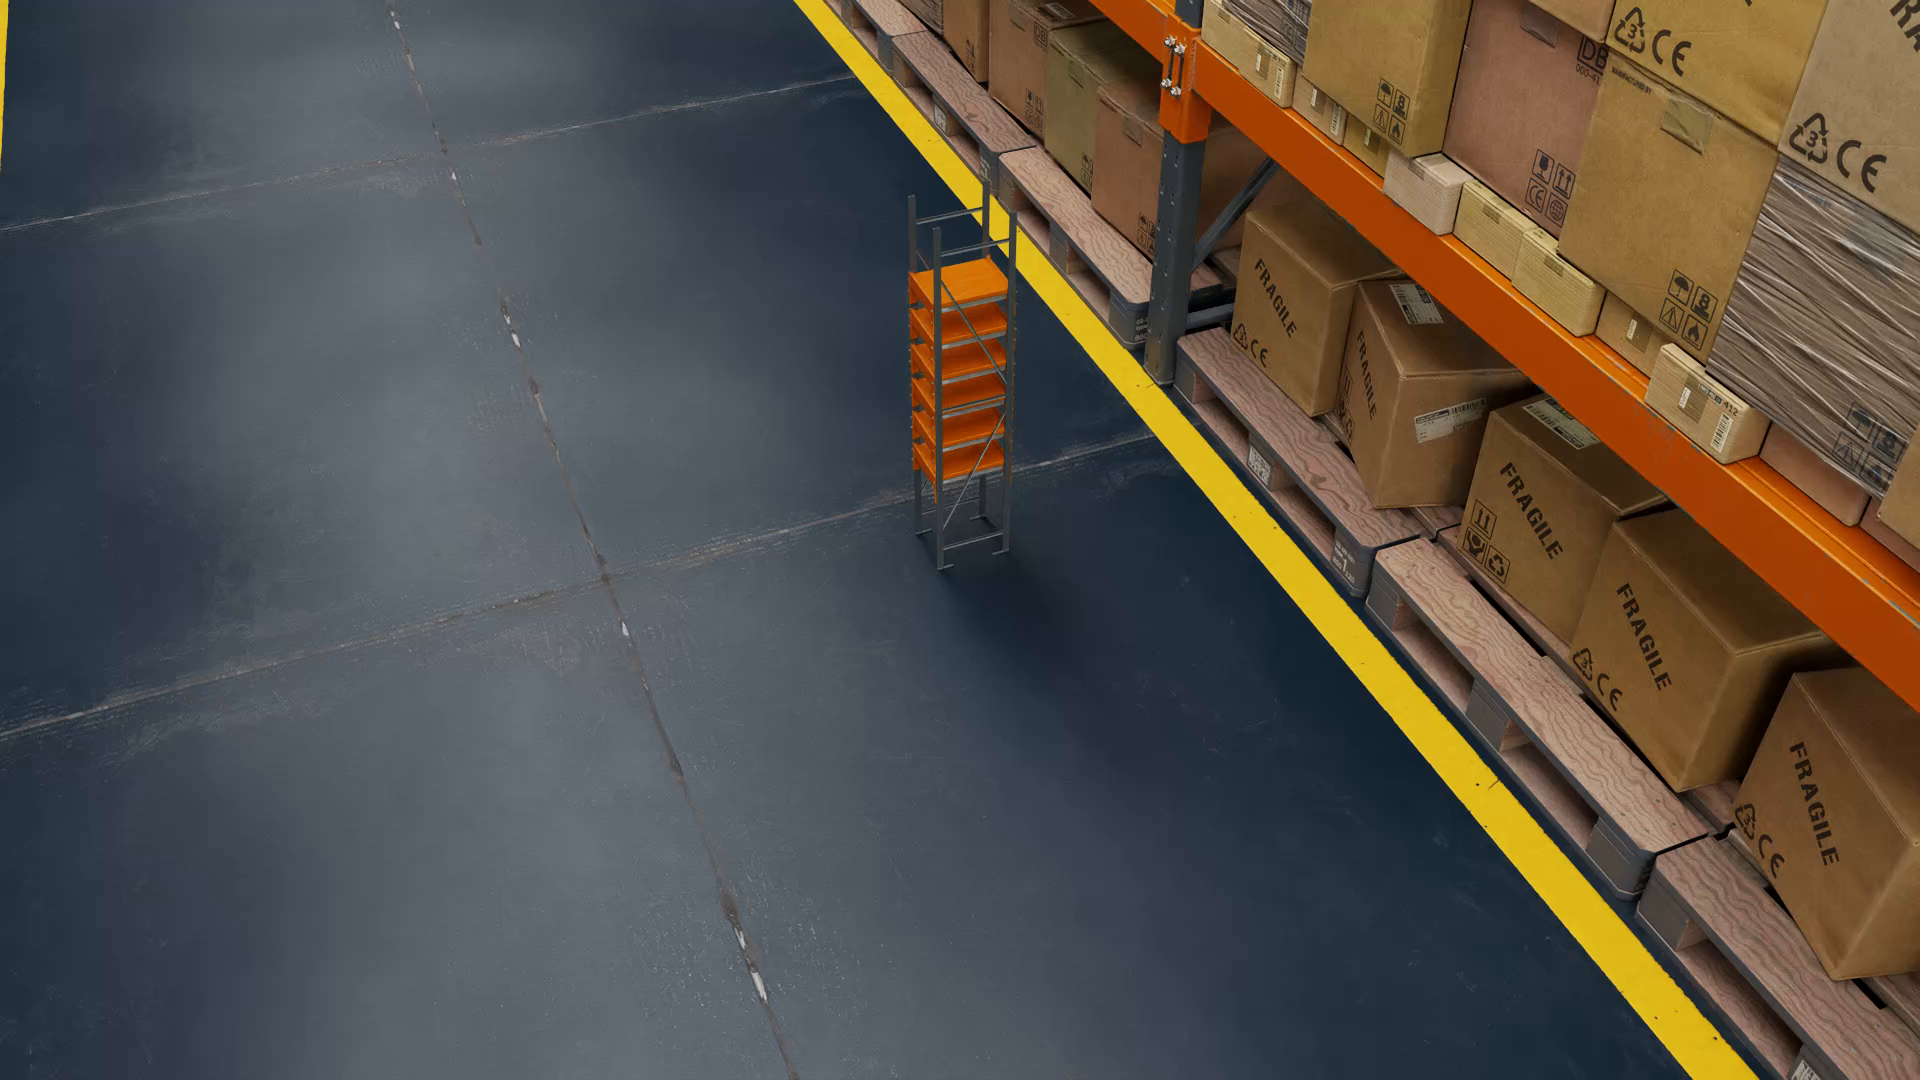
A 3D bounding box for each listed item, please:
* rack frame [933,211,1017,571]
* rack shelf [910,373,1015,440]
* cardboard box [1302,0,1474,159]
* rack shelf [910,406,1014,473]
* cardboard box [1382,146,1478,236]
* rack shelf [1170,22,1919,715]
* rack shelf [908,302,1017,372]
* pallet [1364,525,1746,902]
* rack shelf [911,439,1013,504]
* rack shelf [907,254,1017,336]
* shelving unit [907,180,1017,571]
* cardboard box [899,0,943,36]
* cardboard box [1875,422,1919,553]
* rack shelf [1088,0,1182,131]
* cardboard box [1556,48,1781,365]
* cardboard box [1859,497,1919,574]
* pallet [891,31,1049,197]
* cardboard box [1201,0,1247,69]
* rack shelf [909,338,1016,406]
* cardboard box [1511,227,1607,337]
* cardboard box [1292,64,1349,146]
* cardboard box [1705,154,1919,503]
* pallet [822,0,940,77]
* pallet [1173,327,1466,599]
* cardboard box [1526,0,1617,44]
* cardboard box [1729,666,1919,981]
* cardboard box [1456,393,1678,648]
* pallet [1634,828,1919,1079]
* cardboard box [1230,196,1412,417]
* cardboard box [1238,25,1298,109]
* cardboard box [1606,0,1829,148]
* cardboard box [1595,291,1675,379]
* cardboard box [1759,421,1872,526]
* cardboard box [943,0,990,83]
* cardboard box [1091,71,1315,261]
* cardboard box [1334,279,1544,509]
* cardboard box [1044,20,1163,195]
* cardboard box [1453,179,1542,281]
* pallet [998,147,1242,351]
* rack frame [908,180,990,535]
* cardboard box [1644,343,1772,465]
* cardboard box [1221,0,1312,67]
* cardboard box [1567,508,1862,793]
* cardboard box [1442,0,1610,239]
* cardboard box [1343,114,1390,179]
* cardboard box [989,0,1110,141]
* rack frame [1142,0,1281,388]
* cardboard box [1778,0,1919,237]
[{"bbox_3d":[0.041,-0.391,4.785,0.240,1.200,0.006,-15,43,-17],"label":"rack frame"},{"bbox_3d":[0.006,-0.413,4.878,0.258,0.103,0.180,-15,43,-17],"label":"rack shelf"},{"bbox_3d":[1.414,-1.390,4.261,0.875,0.500,0.500,-15,43,-17],"label":"cardboard box"},{"bbox_3d":[0.006,-0.322,4.956,0.258,0.103,0.180,-15,43,-17],"label":"rack shelf"},{"bbox_3d":[1.311,-0.929,4.223,0.380,0.149,0.250,-15,43,-17],"label":"cardboard box"},{"bbox_3d":[1.905,-0.358,3.918,1.077,0.370,4.000,-15,43,-17],"label":"rack shelf"},{"bbox_3d":[0.006,-0.594,4.721,0.258,0.103,0.180,-15,43,-17],"label":"rack shelf"},{"bbox_3d":[1.900,0.353,4.677,1.003,0.211,1.213,-15,43,-17],"label":"pallet"},{"bbox_3d":[0.006,-0.231,5.034,0.258,0.103,0.180,-15,43,-17],"label":"rack shelf"},{"bbox_3d":[0.006,-0.685,4.643,0.258,0.103,0.180,-15,43,-17],"label":"rack shelf"},{"bbox_3d":[0.006,-0.446,4.849,0.258,1.200,0.189,-15,43,-17],"label":"shelving unit"},{"bbox_3d":[0.108,-2.735,7.710,0.700,0.500,0.500,-19,44,-20],"label":"cardboard box"},{"bbox_3d":[2.183,-0.186,2.861,0.875,0.500,0.500,-15,43,-17],"label":"cardboard box"},{"bbox_3d":[0.375,-2.768,6.720,1.077,0.370,4.000,-15,43,-17],"label":"rack shelf"},{"bbox_3d":[1.851,-0.803,3.578,0.875,0.500,0.500,-15,43,-17],"label":"cardboard box"},{"bbox_3d":[1.994,-0.055,3.206,0.380,0.149,0.250,-15,43,-17],"label":"cardboard box"},{"bbox_3d":[0.370,-1.983,7.394,1.003,0.211,1.213,-15,43,-17],"label":"pallet"},{"bbox_3d":[0.944,-1.536,4.928,0.380,0.149,0.250,-15,43,-17],"label":"cardboard box"},{"bbox_3d":[0.006,-0.504,4.799,0.258,0.103,0.180,-15,43,-17],"label":"rack shelf"},{"bbox_3d":[1.531,-0.636,3.882,0.380,0.149,0.250,-15,43,-17],"label":"cardboard box"},{"bbox_3d":[1.149,-1.239,4.582,0.380,0.149,0.250,-15,43,-17],"label":"cardboard box"},{"bbox_3d":[2.032,-0.498,3.224,0.875,0.500,0.500,-15,43,-17],"label":"cardboard box"},{"bbox_3d":[-0.093,-2.717,8.248,1.003,0.211,1.213,-15,43,-17],"label":"pallet"},{"bbox_3d":[1.430,-0.383,5.533,1.003,0.211,1.213,-15,43,-17],"label":"pallet"},{"bbox_3d":[1.461,-1.429,3.540,0.500,0.500,0.500,-15,43,-17],"label":"cardboard box"},{"bbox_3d":[2.187,0.630,3.812,0.500,0.500,0.500,-5,41,-6],"label":"cardboard box"},{"bbox_3d":[1.792,-0.099,4.660,0.500,0.500,0.500,-19,44,-21],"label":"cardboard box"},{"bbox_3d":[2.363,1.087,3.824,1.003,0.211,1.213,-15,43,-17],"label":"pallet"},{"bbox_3d":[1.256,-0.796,5.471,0.500,0.500,0.500,-16,43,-18],"label":"cardboard box"},{"bbox_3d":[1.028,-1.382,4.750,0.380,0.149,0.250,-15,43,-17],"label":"cardboard box"},{"bbox_3d":[1.662,-1.131,3.193,0.500,0.500,0.500,-15,43,-17],"label":"cardboard box"},{"bbox_3d":[1.668,-0.497,3.720,0.380,0.149,0.250,-15,43,-17],"label":"cardboard box"},{"bbox_3d":[1.877,-0.200,3.375,0.380,0.149,0.250,-15,43,-17],"label":"cardboard box"},{"bbox_3d":[0.332,-2.395,7.314,0.700,0.500,0.500,-12,42,-13],"label":"cardboard box"},{"bbox_3d":[0.925,-1.430,6.192,0.700,0.500,0.500,-18,44,-20],"label":"cardboard box"},{"bbox_3d":[1.482,-0.453,5.072,0.500,0.500,0.500,-3,41,-3],"label":"cardboard box"},{"bbox_3d":[0.760,-1.722,6.532,0.700,0.500,0.500,-15,43,-17],"label":"cardboard box"},{"bbox_3d":[1.445,-0.789,4.060,0.380,0.149,0.250,-15,43,-17],"label":"cardboard box"},{"bbox_3d":[0.841,-1.247,6.539,1.003,0.211,1.213,-15,43,-17],"label":"pallet"},{"bbox_3d":[-0.029,-0.501,4.913,0.240,1.200,0.006,-15,43,-17],"label":"rack frame"},{"bbox_3d":[1.700,-0.329,3.524,0.380,0.149,0.250,-15,43,-17],"label":"cardboard box"},{"bbox_3d":[1.255,-1.700,4.622,0.875,0.500,0.500,-15,43,-17],"label":"cardboard box"},{"bbox_3d":[1.965,0.248,4.256,0.500,0.500,0.500,-11,42,-13],"label":"cardboard box"},{"bbox_3d":[1.698,-1.114,3.940,0.875,0.500,0.500,-15,43,-17],"label":"cardboard box"},{"bbox_3d":[1.254,-1.090,4.410,0.380,0.149,0.250,-15,43,-17],"label":"cardboard box"},{"bbox_3d":[0.545,-2.059,6.924,0.700,0.500,0.500,-19,44,-20],"label":"cardboard box"},{"bbox_3d":[1.140,-1.836,5.084,1.000,3.000,0.127,-15,43,-17],"label":"rack frame"},{"bbox_3d":[1.846,-0.827,2.840,0.500,0.500,0.500,-15,43,-17],"label":"cardboard box"}]
